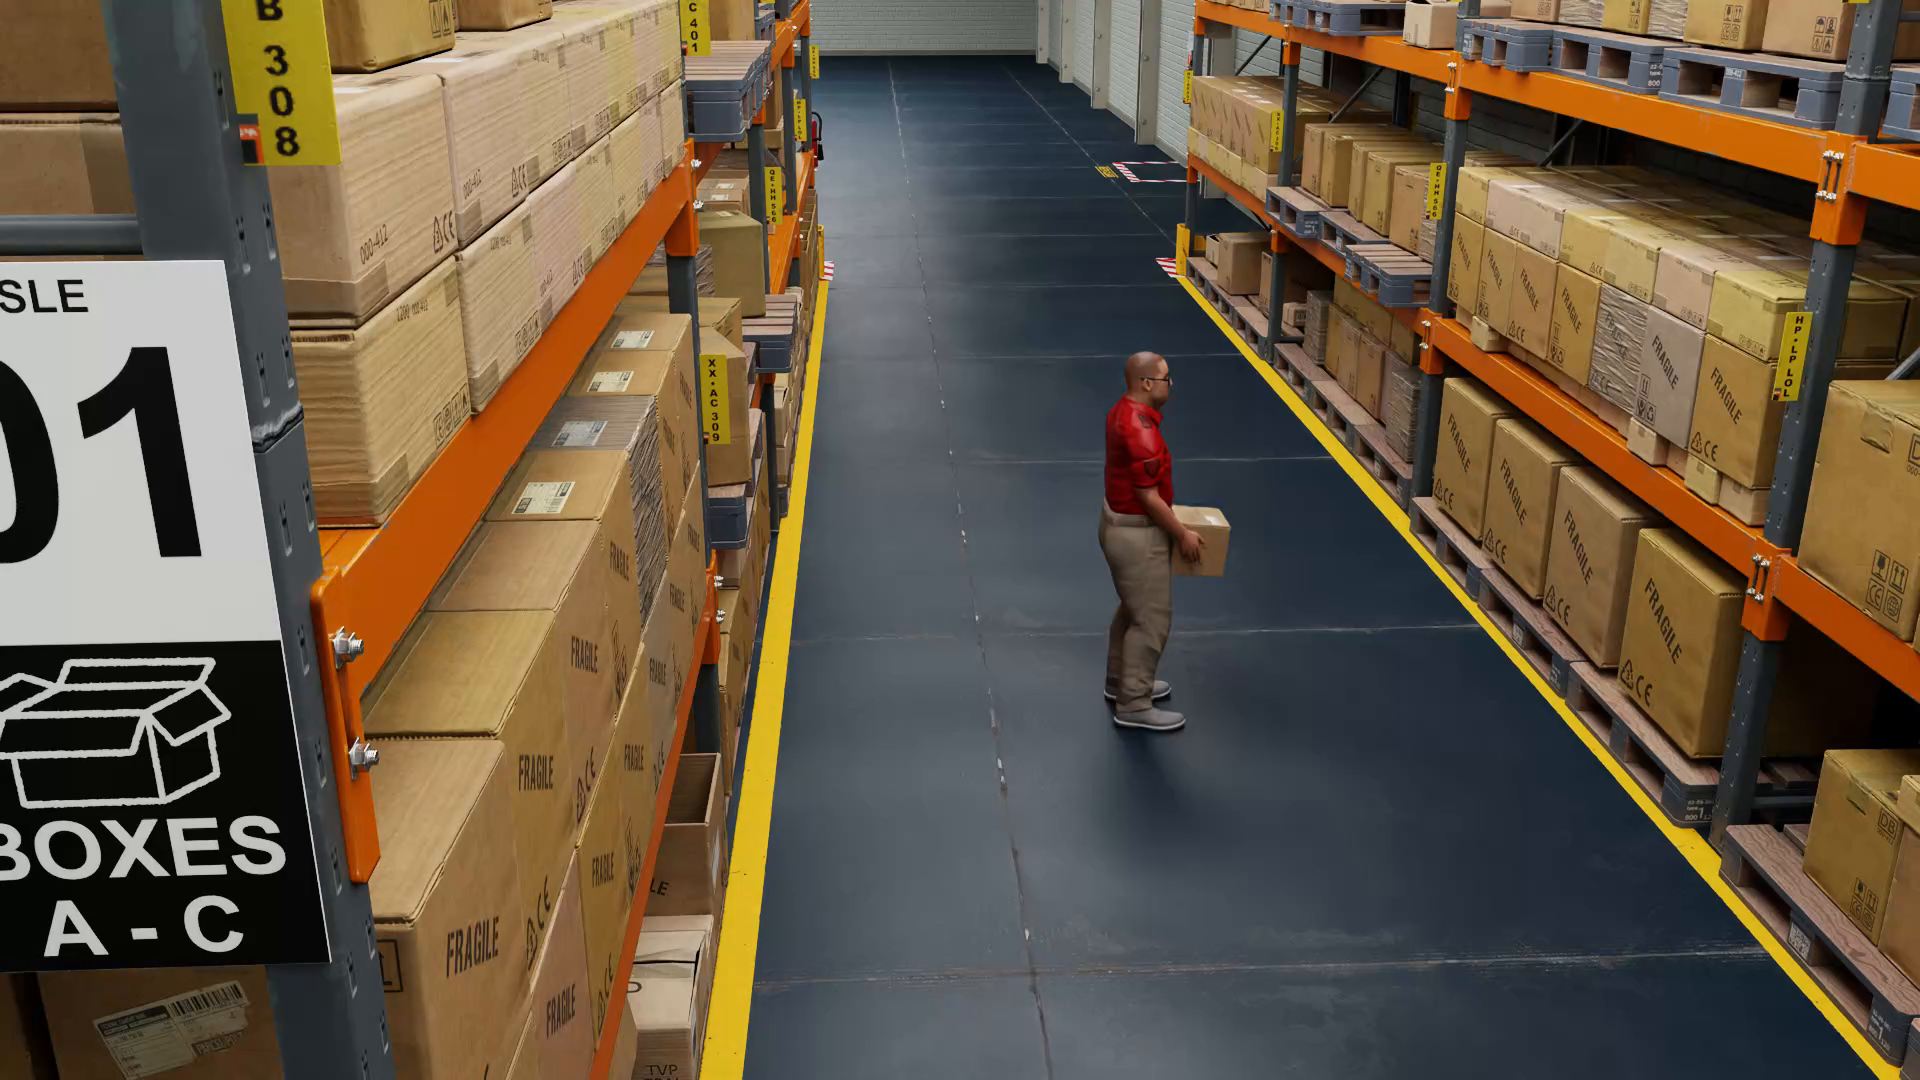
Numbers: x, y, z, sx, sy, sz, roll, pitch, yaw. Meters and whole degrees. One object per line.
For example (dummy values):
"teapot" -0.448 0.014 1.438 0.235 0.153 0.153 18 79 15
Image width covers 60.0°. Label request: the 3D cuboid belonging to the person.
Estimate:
"person" 0.871 -0.013 7.621 0.458 1.733 0.533 -1 20 -4
